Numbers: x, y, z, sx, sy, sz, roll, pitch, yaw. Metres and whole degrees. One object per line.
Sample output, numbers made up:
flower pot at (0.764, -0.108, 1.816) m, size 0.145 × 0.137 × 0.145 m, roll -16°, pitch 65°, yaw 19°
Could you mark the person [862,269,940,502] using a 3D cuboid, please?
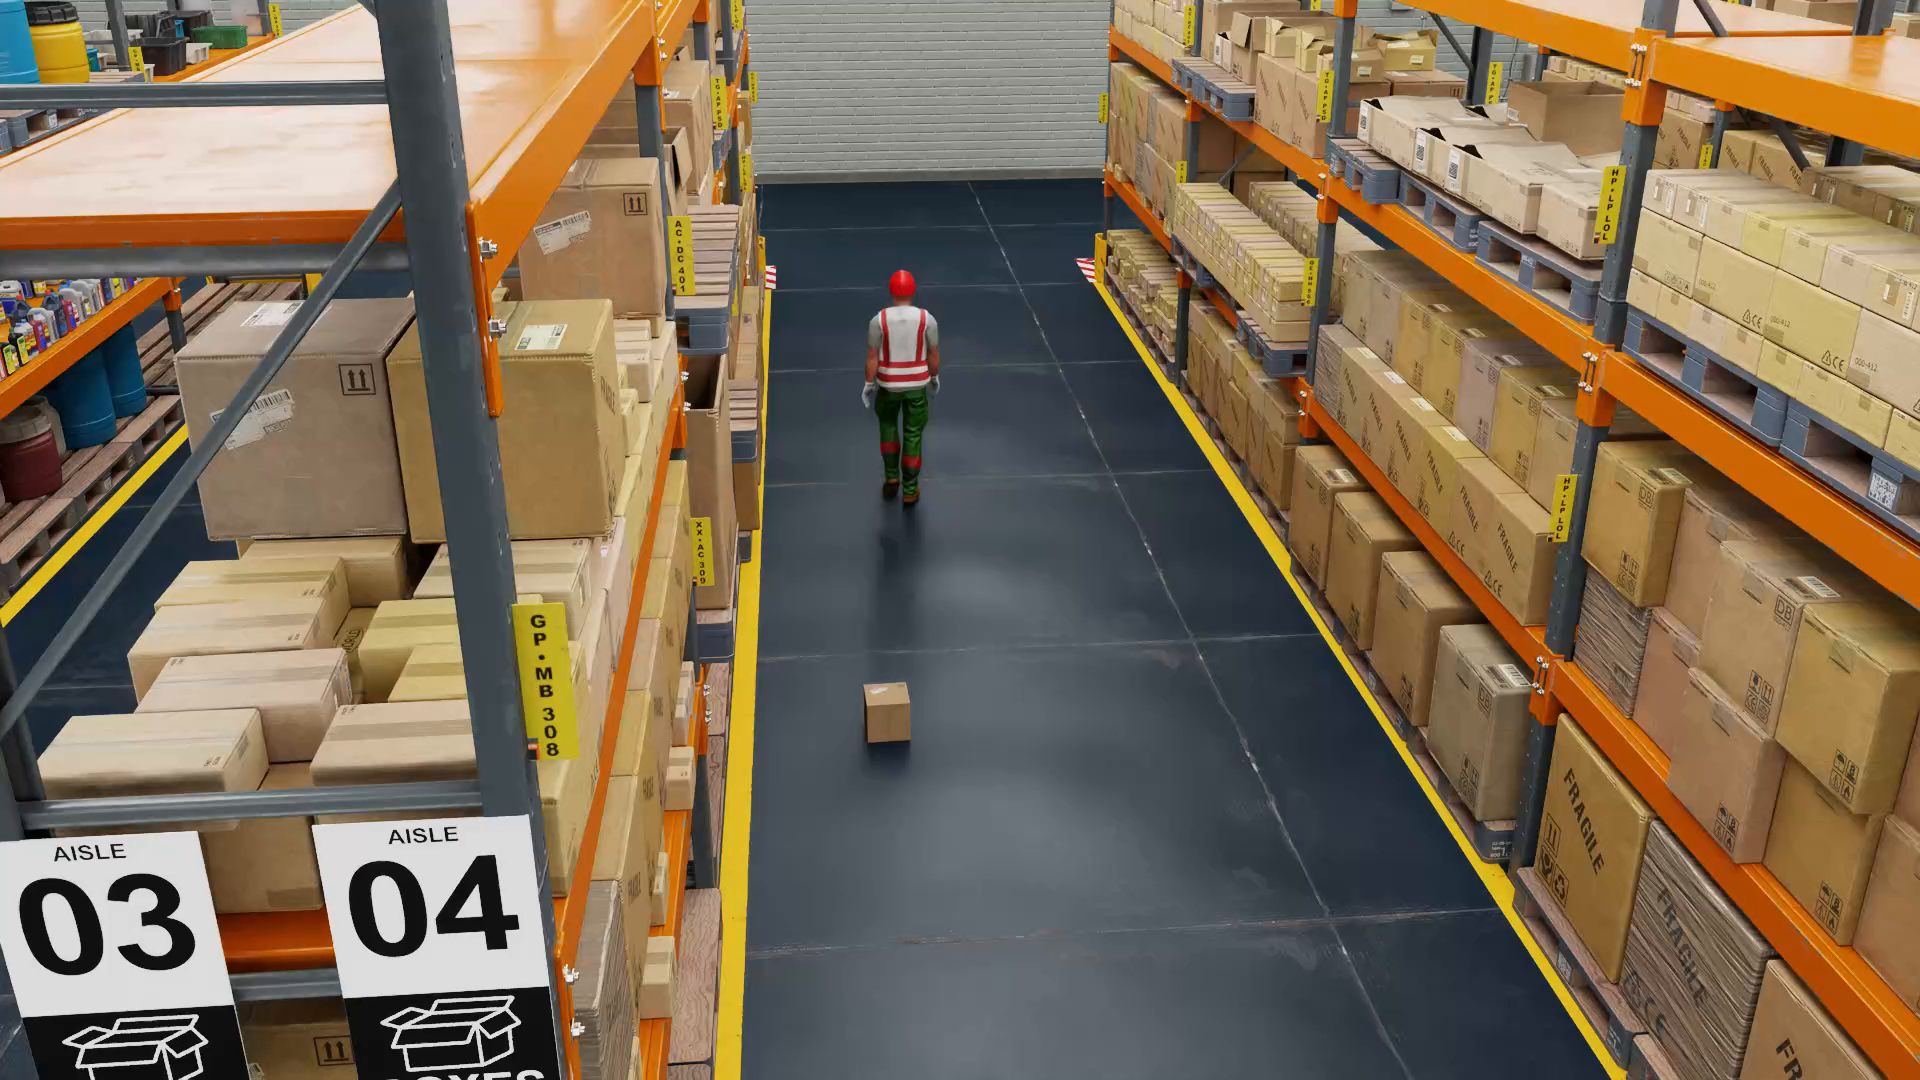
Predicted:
person at (-0.455, -1.199, 12.856) m, size 0.597 × 1.837 × 0.733 m, roll -1°, pitch 24°, yaw -2°
